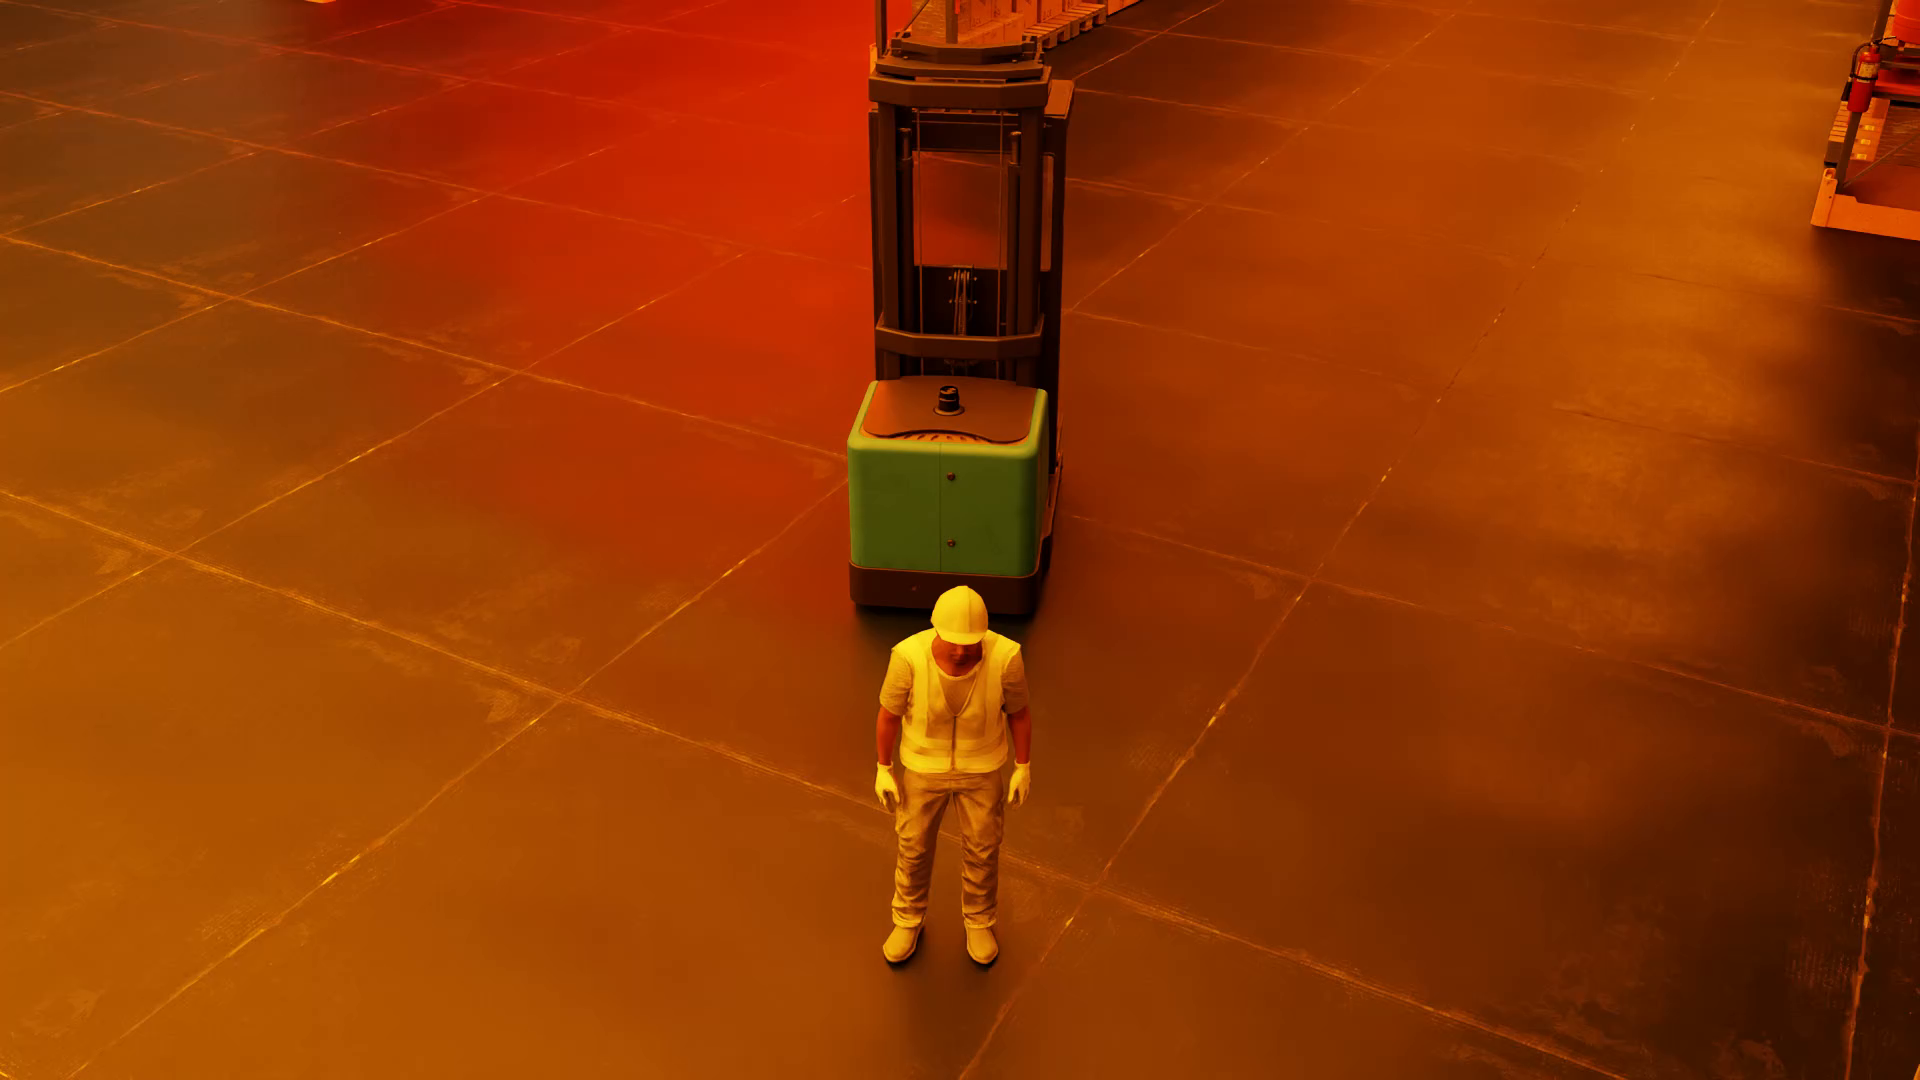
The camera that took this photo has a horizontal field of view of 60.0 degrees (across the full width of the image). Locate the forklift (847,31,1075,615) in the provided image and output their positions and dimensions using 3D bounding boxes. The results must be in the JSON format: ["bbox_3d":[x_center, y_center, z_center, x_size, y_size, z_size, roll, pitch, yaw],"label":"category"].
[{"bbox_3d":[0.072,-1.572,9.794,1.130,2.935,3.031,3,30,6],"label":"forklift"}]

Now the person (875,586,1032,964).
[{"bbox_3d":[-0.025,0.924,6.631,0.626,1.773,0.451,-1,30,-1],"label":"person"}]
